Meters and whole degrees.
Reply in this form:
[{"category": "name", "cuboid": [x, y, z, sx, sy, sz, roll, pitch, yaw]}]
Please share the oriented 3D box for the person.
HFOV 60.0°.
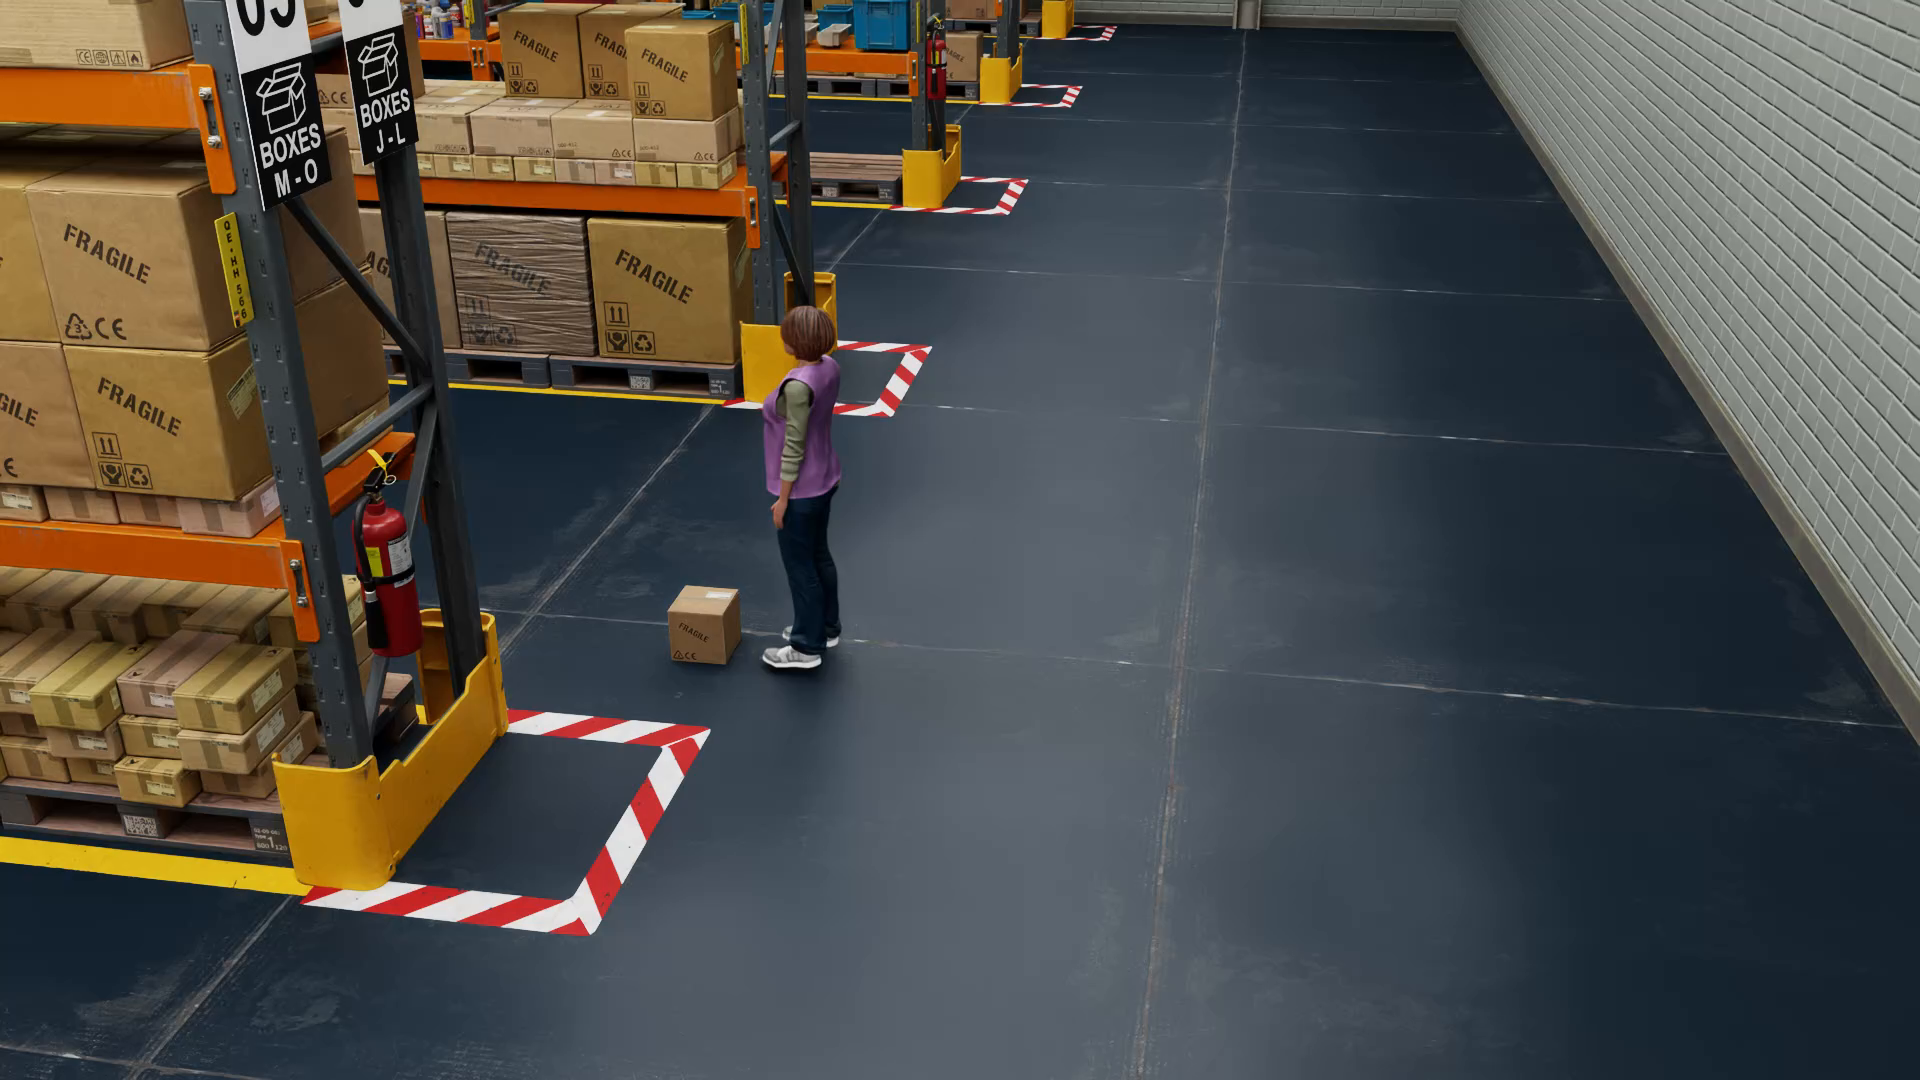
[{"category": "person", "cuboid": [-0.662, -0.187, 7.023, 0.306, 1.593, 0.404, 5, 26, 10]}]
